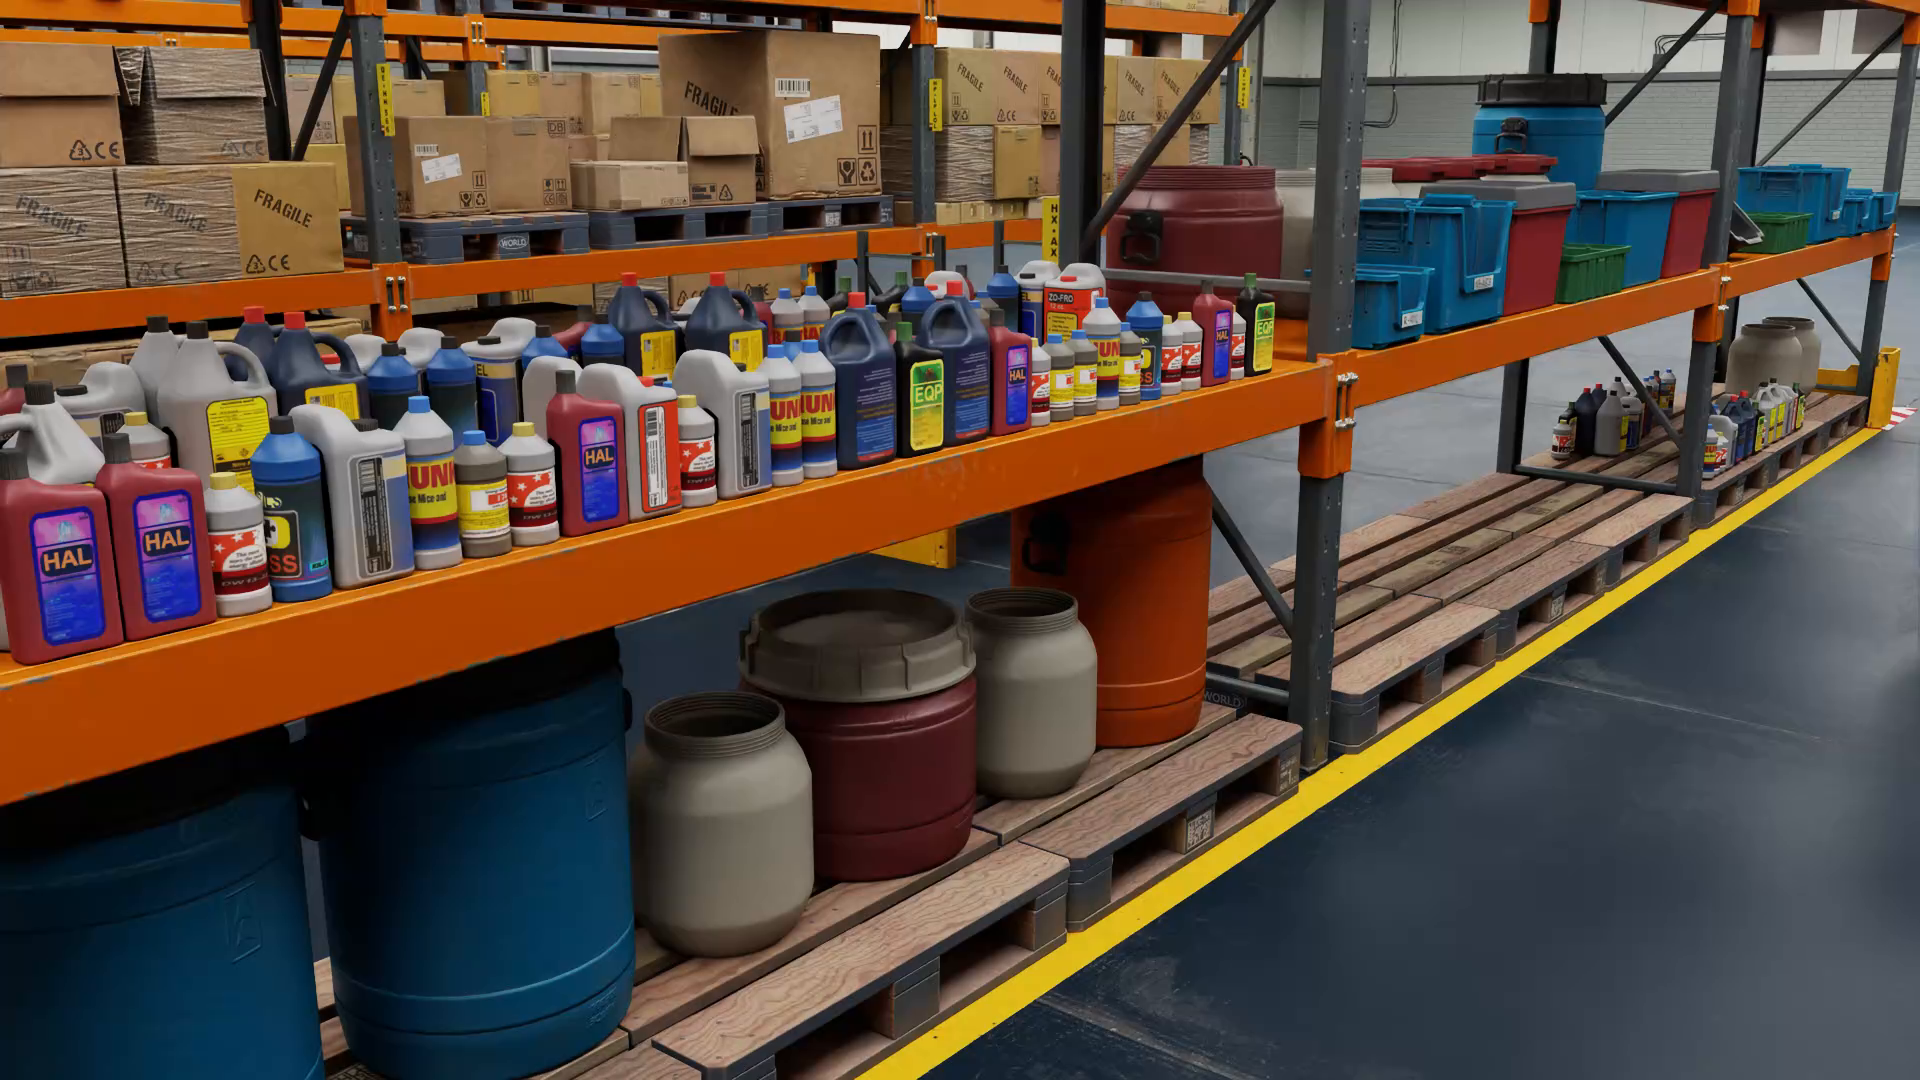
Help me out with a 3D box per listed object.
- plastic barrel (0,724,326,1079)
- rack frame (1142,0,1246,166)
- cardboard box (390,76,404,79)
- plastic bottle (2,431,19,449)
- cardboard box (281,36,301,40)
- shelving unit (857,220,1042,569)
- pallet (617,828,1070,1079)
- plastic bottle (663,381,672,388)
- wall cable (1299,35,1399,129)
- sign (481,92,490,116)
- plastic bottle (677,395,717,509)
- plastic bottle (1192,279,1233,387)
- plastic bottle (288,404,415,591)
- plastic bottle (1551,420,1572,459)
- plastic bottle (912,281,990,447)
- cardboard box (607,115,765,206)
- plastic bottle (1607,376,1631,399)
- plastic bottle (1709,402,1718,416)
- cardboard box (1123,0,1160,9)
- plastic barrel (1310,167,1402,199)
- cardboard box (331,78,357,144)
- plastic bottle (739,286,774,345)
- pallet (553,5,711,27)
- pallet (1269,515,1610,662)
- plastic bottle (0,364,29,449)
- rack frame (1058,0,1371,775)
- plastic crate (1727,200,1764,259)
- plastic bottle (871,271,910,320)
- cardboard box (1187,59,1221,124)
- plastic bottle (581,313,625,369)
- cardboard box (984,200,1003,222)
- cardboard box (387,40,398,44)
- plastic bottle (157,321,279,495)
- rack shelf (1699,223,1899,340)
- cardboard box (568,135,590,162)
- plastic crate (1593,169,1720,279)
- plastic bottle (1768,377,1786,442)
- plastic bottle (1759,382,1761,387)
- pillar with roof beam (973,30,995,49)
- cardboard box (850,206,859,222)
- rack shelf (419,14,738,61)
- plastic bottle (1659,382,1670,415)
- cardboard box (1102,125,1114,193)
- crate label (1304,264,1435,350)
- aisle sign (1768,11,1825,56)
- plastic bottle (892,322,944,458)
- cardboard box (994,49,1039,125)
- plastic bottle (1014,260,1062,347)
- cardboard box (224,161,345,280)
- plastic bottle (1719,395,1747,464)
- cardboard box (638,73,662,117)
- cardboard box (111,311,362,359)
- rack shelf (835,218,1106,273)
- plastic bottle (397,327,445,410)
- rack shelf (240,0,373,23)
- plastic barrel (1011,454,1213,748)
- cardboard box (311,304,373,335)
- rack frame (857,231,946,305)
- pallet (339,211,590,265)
[{"bbox_3d":[-1.412,0.673,2.789,0.600,0.901,0.708,11,18,38],"label":"plastic barrel"},{"bbox_3d":[1.922,-3.103,14.246,1.000,3.000,0.127,11,18,38],"label":"rack frame"},{"bbox_3d":[-6.501,-4.973,18.769,0.700,0.500,0.500,11,18,37],"label":"cardboard box"},{"bbox_3d":[-1.588,-0.110,2.869,0.097,0.201,0.097,0,14,0],"label":"plastic bottle"},{"bbox_3d":[-7.270,-5.422,17.791,0.380,0.149,0.250,11,18,36],"label":"cardboard box"},{"bbox_3d":[0.048,-0.742,7.996,0.587,1.500,1.083,11,18,38],"label":"shelving unit"},{"bbox_3d":[-0.484,0.937,4.006,1.003,0.211,1.213,11,18,38],"label":"pallet"},{"bbox_3d":[-0.561,-0.209,3.259,0.097,0.201,0.097,0,14,0],"label":"plastic bottle"},{"bbox_3d":[10.948,-12.918,47.003,3.097,2.526,0.112,11,18,38],"label":"wall cable"},{"bbox_3d":[-3.958,-3.565,13.872,0.100,0.325,0.005,11,18,38],"label":"sign"},{"bbox_3d":[-0.504,-0.167,3.093,0.097,0.201,0.097,0,14,0],"label":"plastic bottle"},{"bbox_3d":[0.679,-0.560,4.474,0.061,0.283,0.133,11,18,38],"label":"plastic bottle"},{"bbox_3d":[-0.950,-0.078,2.591,0.152,0.276,0.135,11,18,38],"label":"plastic bottle"},{"bbox_3d":[3.246,-0.545,8.967,0.097,0.201,0.097,0,14,0],"label":"plastic bottle"},{"bbox_3d":[-0.027,-0.394,3.683,0.144,0.351,0.185,11,18,38],"label":"plastic bottle"},{"bbox_3d":[-1.609,-2.244,9.803,0.797,0.503,0.637,14,20,43],"label":"cardboard box"},{"bbox_3d":[3.765,-0.767,9.535,0.144,0.351,0.185,11,18,37],"label":"plastic bottle"},{"bbox_3d":[3.979,-0.613,8.929,0.144,0.351,0.185,11,18,38],"label":"plastic bottle"},{"bbox_3d":[1.177,-4.160,12.618,0.500,0.250,0.500,12,18,39],"label":"cardboard box"},{"bbox_3d":[1.492,-1.170,6.408,0.421,0.512,0.421,0,14,0],"label":"plastic barrel"},{"bbox_3d":[-5.015,-3.462,13.426,0.700,0.500,0.500,11,18,37],"label":"cardboard box"},{"bbox_3d":[-0.539,-0.501,4.240,0.061,0.283,0.133,11,18,38],"label":"plastic bottle"},{"bbox_3d":[-3.097,-4.923,15.496,1.003,0.211,1.213,11,18,38],"label":"pallet"},{"bbox_3d":[2.031,0.172,7.017,1.003,0.211,1.213,11,18,38],"label":"pallet"},{"bbox_3d":[-1.661,-0.159,2.893,0.061,0.283,0.133,11,18,38],"label":"plastic bottle"},{"bbox_3d":[0.747,-0.805,5.198,1.000,3.000,0.127,11,18,38],"label":"rack frame"},{"bbox_3d":[3.689,-1.621,8.538,0.767,0.338,0.504,11,18,38],"label":"plastic crate"},{"bbox_3d":[-0.187,-0.608,4.661,0.061,0.283,0.133,11,18,38],"label":"plastic bottle"},{"bbox_3d":[1.769,-3.637,13.509,0.500,0.500,0.500,11,18,38],"label":"cardboard box"},{"bbox_3d":[-0.812,-0.381,3.792,0.097,0.271,0.097,0,14,0],"label":"plastic bottle"},{"bbox_3d":[0.080,-2.308,11.626,0.380,0.149,0.250,11,18,38],"label":"cardboard box"},{"bbox_3d":[-6.448,-5.666,18.751,0.380,0.149,0.250,11,18,37],"label":"cardboard box"},{"bbox_3d":[-1.332,-0.219,2.993,0.144,0.351,0.185,11,18,38],"label":"plastic bottle"},{"bbox_3d":[4.518,-1.605,9.810,1.077,0.370,4.000,11,18,38],"label":"rack shelf"},{"bbox_3d":[-3.836,-3.378,15.024,0.875,0.550,0.550,11,18,38],"label":"cardboard box"},{"bbox_3d":[3.194,-1.462,7.654,0.402,0.464,0.583,11,18,38],"label":"plastic crate"},{"bbox_3d":[4.593,-0.744,9.444,0.144,0.351,0.185,12,19,40],"label":"plastic bottle"},{"bbox_3d":[4.698,-0.786,9.749,0.061,0.283,0.133,11,18,38],"label":"plastic bottle"},{"bbox_3d":[3.874,-11.099,33.536,9.100,9.000,0.400,11,18,38],"label":"pillar with roof beam"},{"bbox_3d":[-0.685,-2.302,11.603,0.380,0.149,0.250,11,18,38],"label":"cardboard box"},{"bbox_3d":[-3.129,-4.612,15.555,1.077,0.370,4.000,11,18,38],"label":"rack shelf"},{"bbox_3d":[4.328,-0.875,10.264,0.097,0.201,0.097,0,14,0],"label":"plastic bottle"},{"bbox_3d":[0.663,-2.897,12.629,0.875,0.500,0.500,11,18,38],"label":"cardboard box"},{"bbox_3d":[1.303,-0.746,5.308,0.303,0.233,0.416,11,18,38],"label":"crate label"},{"bbox_3d":[5.592,-3.656,11.142,0.394,0.787,0.004,11,18,38],"label":"aisle sign"},{"bbox_3d":[-0.094,-0.325,3.546,0.061,0.283,0.133,11,18,38],"label":"plastic bottle"},{"bbox_3d":[0.202,-3.157,11.621,0.500,0.500,0.500,11,18,38],"label":"cardboard box"},{"bbox_3d":[0.223,-0.712,5.084,0.152,0.276,0.135,11,18,38],"label":"plastic bottle"},{"bbox_3d":[-3.223,-1.487,7.680,0.500,0.500,0.500,12,19,39],"label":"cardboard box"},{"bbox_3d":[4.091,-0.590,8.841,0.144,0.351,0.185,12,18,39],"label":"plastic bottle"},{"bbox_3d":[-3.099,-4.094,15.647,0.875,0.550,0.500,11,18,38],"label":"cardboard box"},{"bbox_3d":[-3.556,-0.616,7.918,1.225,0.875,0.875,10,17,35],"label":"cardboard box"},{"bbox_3d":[0.665,-2.371,12.827,1.077,0.370,4.000,11,18,38],"label":"rack shelf"},{"bbox_3d":[-1.140,-0.296,3.449,0.152,0.276,0.135,11,18,38],"label":"plastic bottle"},{"bbox_3d":[-4.363,-2.293,6.427,1.077,0.370,4.000,11,18,38],"label":"rack shelf"},{"bbox_3d":[0.452,0.140,5.034,0.600,0.830,0.708,11,18,38],"label":"plastic barrel"},{"bbox_3d":[-5.316,-1.920,13.306,1.050,0.750,0.750,11,18,38],"label":"cardboard box"},{"bbox_3d":[-0.266,-0.646,7.619,0.500,1.500,0.032,11,18,38],"label":"rack frame"},{"bbox_3d":[-2.741,-1.631,8.841,1.213,0.211,1.003,11,18,38],"label":"pallet"}]
